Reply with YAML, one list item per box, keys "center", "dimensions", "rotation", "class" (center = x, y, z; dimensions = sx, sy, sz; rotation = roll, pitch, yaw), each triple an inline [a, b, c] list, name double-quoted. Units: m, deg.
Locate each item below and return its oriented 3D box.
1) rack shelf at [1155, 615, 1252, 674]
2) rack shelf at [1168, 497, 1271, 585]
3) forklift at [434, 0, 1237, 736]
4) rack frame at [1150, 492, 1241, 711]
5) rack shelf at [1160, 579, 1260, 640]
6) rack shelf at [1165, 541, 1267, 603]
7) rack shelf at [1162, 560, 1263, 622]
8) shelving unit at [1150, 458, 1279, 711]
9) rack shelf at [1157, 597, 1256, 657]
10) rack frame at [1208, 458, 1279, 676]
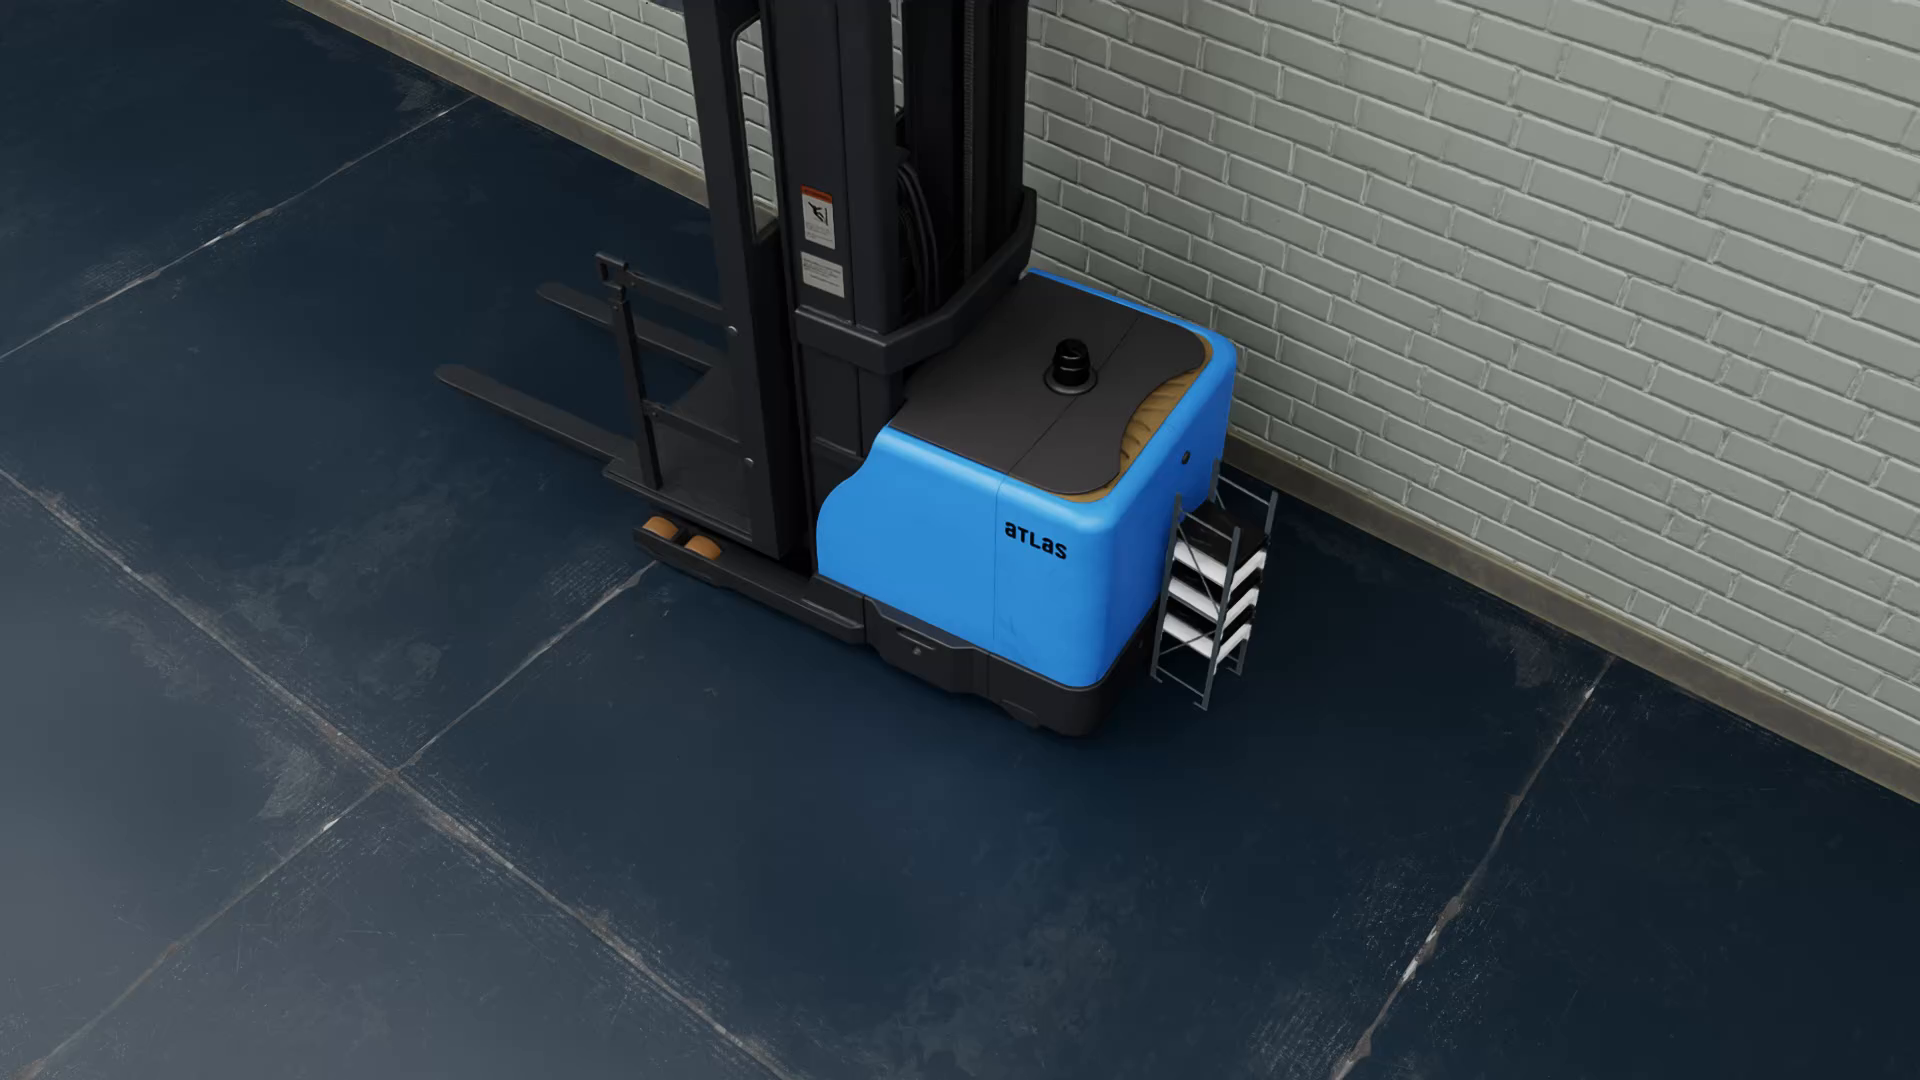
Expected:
- center: [0.823, 0.309, 5.625]
  dimensions: [0.258, 0.077, 0.200]
  rotation: [33, 55, 27]
  class: "rack shelf"
- center: [0.826, 0.001, 5.297]
  dimensions: [0.258, 0.077, 0.200]
  rotation: [33, 55, 27]
  class: "rack shelf"
- center: [-0.613, -1.168, 5.339]
  dimensions: [3.031, 2.935, 1.130]
  rotation: [23, 51, 21]
  class: "forklift"
- center: [0.757, 0.219, 5.417]
  dimensions: [0.240, 0.900, 0.006]
  rotation: [33, 55, 27]
  class: "rack frame"
- center: [0.824, 0.186, 5.494]
  dimensions: [0.258, 0.077, 0.200]
  rotation: [33, 55, 27]
  class: "rack shelf"
- center: [0.825, 0.063, 5.363]
  dimensions: [0.258, 0.077, 0.200]
  rotation: [33, 55, 27]
  class: "rack shelf"
- center: [0.824, 0.124, 5.428]
  dimensions: [0.258, 0.077, 0.200]
  rotation: [33, 55, 27]
  class: "rack shelf"
- center: [0.824, 0.163, 5.470]
  dimensions: [0.258, 0.900, 0.210]
  rotation: [33, 55, 27]
  class: "shelving unit"
- center: [0.823, 0.247, 5.560]
  dimensions: [0.258, 0.077, 0.200]
  rotation: [33, 55, 27]
  class: "rack shelf"
- center: [0.891, 0.107, 5.522]
  dimensions: [0.240, 0.900, 0.006]
  rotation: [33, 55, 27]
  class: "rack frame"
